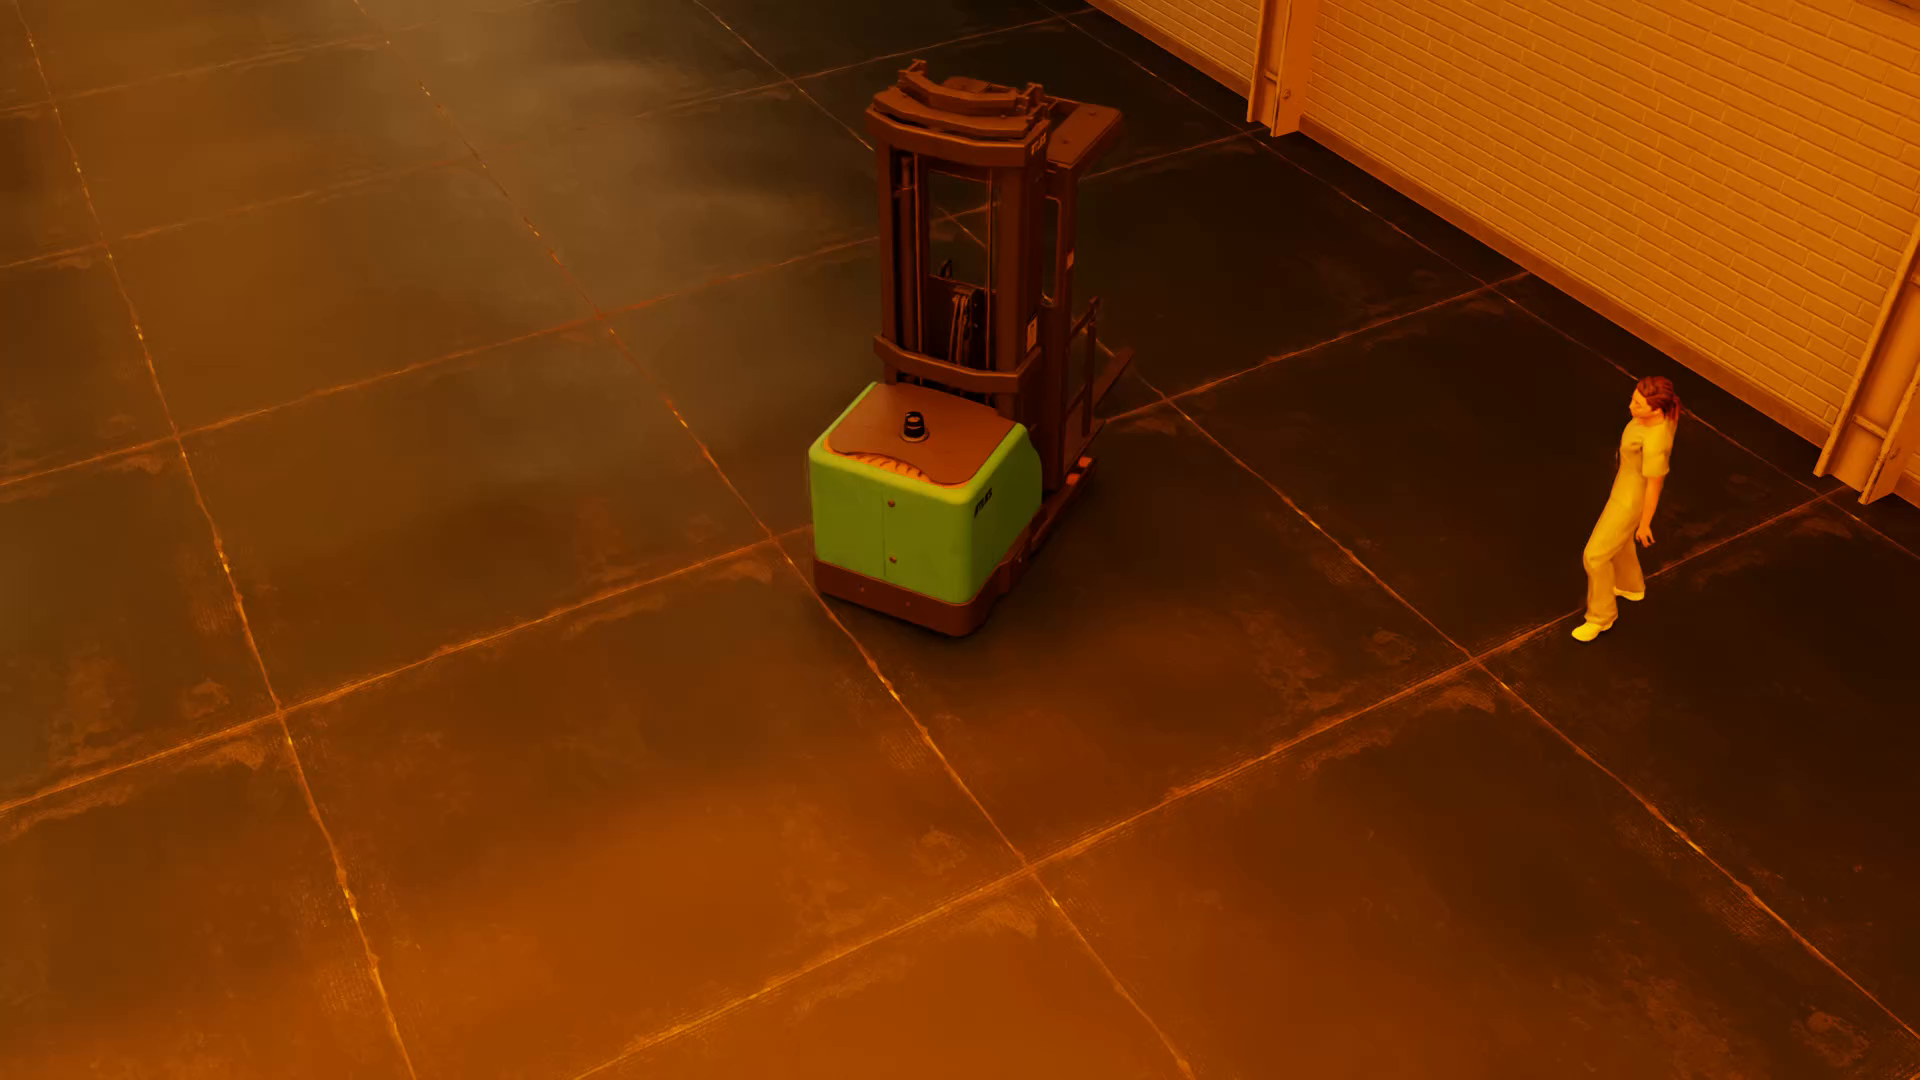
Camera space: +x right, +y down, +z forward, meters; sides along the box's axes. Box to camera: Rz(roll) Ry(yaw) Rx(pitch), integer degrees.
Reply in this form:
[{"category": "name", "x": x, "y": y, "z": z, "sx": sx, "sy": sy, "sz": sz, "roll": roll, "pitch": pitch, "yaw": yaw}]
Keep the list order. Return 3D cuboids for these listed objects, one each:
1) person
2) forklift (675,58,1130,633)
[{"category": "person", "x": 3.832, "y": -0.275, "z": 9.355, "sx": 0.400, "sy": 1.680, "sz": 0.572, "roll": 8, "pitch": 40, "yaw": 9}, {"category": "forklift", "x": -0.481, "y": -1.366, "z": 9.683, "sx": 3.031, "sy": 2.935, "sz": 1.130, "roll": 26, "pitch": 46, "yaw": 28}]
